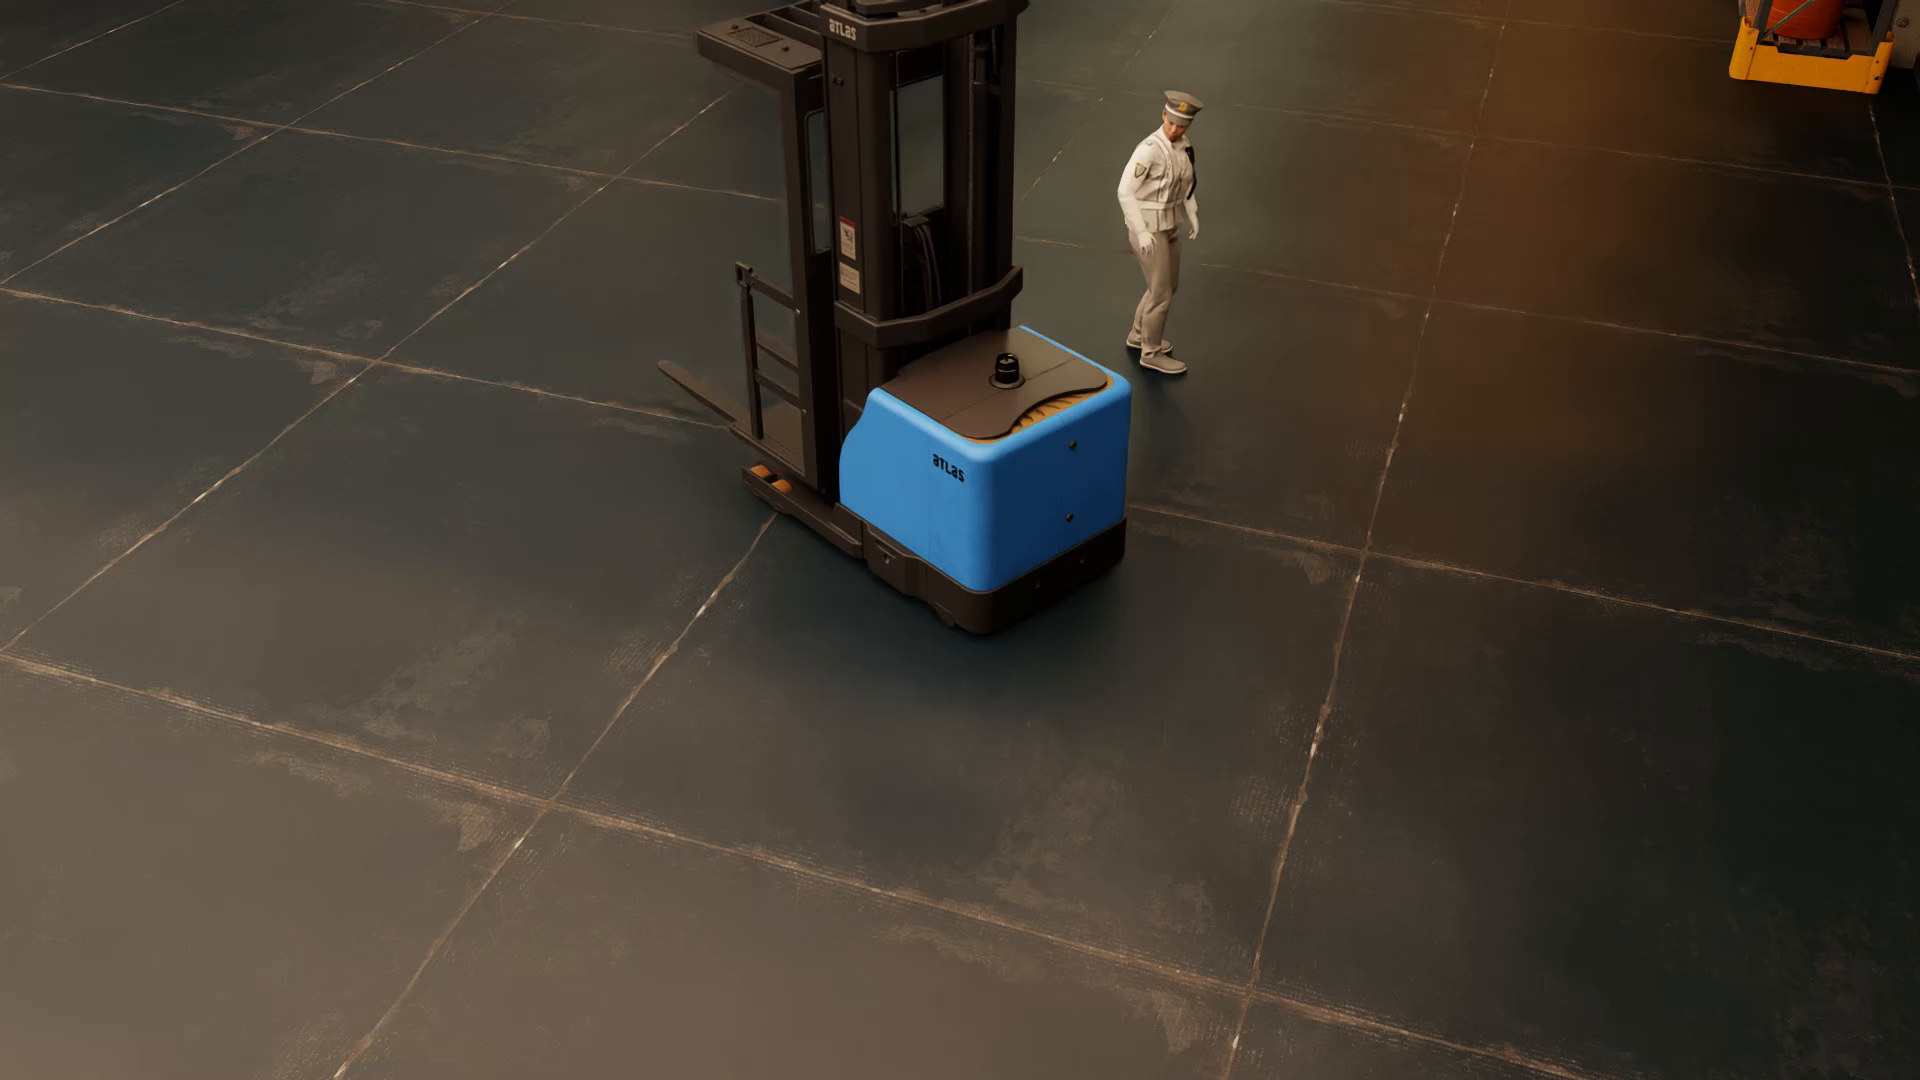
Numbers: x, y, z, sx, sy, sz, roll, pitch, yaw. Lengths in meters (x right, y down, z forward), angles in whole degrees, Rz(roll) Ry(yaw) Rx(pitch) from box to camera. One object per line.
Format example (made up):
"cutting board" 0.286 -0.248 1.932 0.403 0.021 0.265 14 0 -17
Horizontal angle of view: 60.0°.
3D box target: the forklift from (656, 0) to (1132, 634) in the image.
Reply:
"forklift" -0.522 -1.522 8.258 1.130 2.935 3.031 -27 44 -33

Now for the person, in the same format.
"person" 1.232 -1.820 9.789 0.467 1.653 0.687 18 39 24
